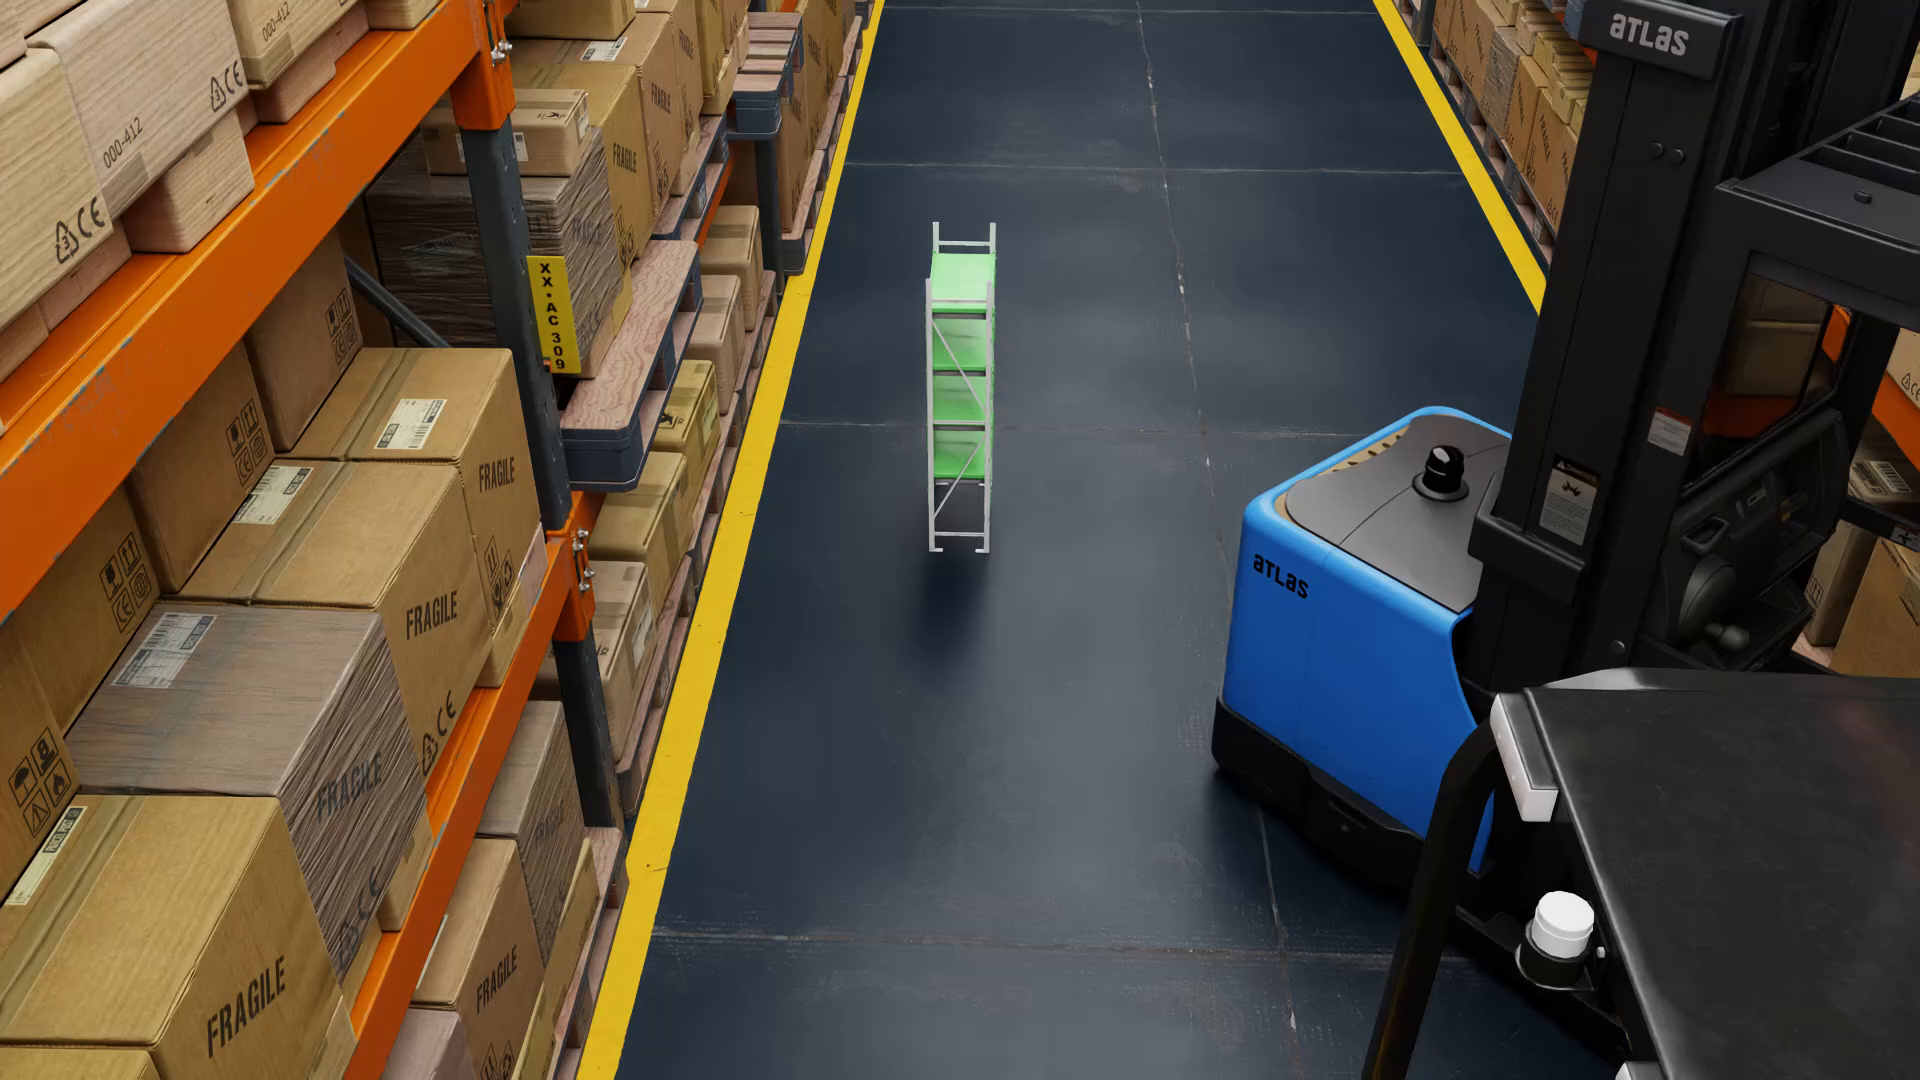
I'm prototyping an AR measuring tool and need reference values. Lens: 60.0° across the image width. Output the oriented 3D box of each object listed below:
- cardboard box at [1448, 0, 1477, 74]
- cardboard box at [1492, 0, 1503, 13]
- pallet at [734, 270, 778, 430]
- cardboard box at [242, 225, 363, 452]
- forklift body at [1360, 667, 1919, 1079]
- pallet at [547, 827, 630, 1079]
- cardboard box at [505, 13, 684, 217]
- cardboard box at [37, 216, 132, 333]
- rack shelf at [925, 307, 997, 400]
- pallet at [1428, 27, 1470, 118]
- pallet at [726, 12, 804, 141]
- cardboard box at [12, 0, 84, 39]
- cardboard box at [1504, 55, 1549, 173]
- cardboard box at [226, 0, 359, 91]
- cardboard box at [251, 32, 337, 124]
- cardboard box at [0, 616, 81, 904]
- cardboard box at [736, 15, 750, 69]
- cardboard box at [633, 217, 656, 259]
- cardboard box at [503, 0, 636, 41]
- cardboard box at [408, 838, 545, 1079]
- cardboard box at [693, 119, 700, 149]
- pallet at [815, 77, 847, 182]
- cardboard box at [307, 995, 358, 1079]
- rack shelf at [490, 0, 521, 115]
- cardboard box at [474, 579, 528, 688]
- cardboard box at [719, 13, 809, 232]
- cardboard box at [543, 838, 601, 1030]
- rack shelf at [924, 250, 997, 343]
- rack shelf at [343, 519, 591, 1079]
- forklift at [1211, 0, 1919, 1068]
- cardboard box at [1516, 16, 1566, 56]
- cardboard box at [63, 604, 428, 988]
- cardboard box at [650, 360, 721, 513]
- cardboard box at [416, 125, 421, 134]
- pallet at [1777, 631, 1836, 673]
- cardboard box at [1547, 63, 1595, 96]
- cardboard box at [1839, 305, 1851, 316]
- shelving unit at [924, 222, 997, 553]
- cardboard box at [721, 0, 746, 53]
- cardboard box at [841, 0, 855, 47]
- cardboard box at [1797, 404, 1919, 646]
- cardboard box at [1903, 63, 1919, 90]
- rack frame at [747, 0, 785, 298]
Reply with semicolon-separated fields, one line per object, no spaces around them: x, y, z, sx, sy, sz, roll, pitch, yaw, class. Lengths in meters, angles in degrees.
3.457;-3.273;10.607;0.500;0.500;0.500;1;35;1;cardboard box
3.455;-3.308;10.093;0.380;0.149;0.250;1;35;2;cardboard box
-1.441;-0.927;7.886;1.003;0.211;1.213;1;35;2;pallet
-1.803;-0.543;3.699;0.700;0.500;0.500;1;35;1;cardboard box
1.484;1.407;2.877;2.313;2.155;1.214;1;35;2;forklift body
-1.560;1.308;4.705;1.003;0.211;1.213;1;35;2;pallet
-1.210;-1.388;5.405;0.500;0.500;0.500;1;35;2;cardboard box
-1.427;-0.417;2.345;0.380;0.149;0.250;2;35;3;cardboard box
0.007;-0.730;6.439;0.258;0.148;0.480;1;35;2;rack shelf
3.717;-3.094;10.969;1.003;0.211;1.213;1;35;2;pallet
-1.330;-2.027;7.192;1.213;0.211;1.003;1;35;2;pallet
-1.348;-0.736;2.104;0.380;0.149;0.250;2;35;2;cardboard box
3.403;-2.390;9.350;0.500;0.500;0.500;3;35;4;cardboard box
-1.337;-0.957;2.765;0.500;0.250;0.500;1;35;1;cardboard box
-1.361;-0.865;2.981;0.380;0.149;0.250;2;35;2;cardboard box
-1.823;0.339;2.443;0.700;0.500;0.500;1;35;2;cardboard box
-1.090;-2.091;6.970;0.380;0.149;0.250;1;35;1;cardboard box
-1.225;-1.053;5.493;0.380;0.149;0.250;2;35;3;cardboard box
-1.256;-1.708;5.296;0.380;0.149;0.250;3;35;5;cardboard box
-1.343;1.066;3.999;0.500;0.500;0.500;2;35;3;cardboard box
-1.169;-1.500;6.130;0.380;0.149;0.250;0;35;0;cardboard box
-1.249;-2.527;10.162;1.003;0.211;1.213;1;35;2;pallet
-1.329;0.954;3.002;0.380;0.149;0.250;2;35;2;cardboard box
-1.488;-2.301;5.432;1.077;0.370;4.000;1;35;2;rack shelf
-1.280;0.219;4.048;0.380;0.149;0.250;2;35;3;cardboard box
-1.297;-2.215;8.775;0.875;0.875;0.875;1;35;1;cardboard box
-1.324;1.080;4.631;0.500;0.250;0.500;3;35;4;cardboard box
0.007;-0.926;6.301;0.258;0.148;0.480;1;35;2;rack shelf
-1.649;1.224;3.025;1.077;0.370;4.000;1;35;2;rack shelf
2.187;0.032;4.155;1.130;2.935;3.031;-26;43;-32;forklift
3.400;-2.870;9.470;0.380;0.149;0.250;0;35;0;cardboard box
-1.368;0.473;3.122;0.500;0.500;0.500;2;35;3;cardboard box
-1.499;-0.430;6.673;0.950;0.372;0.625;2;35;3;cardboard box
-1.761;-1.109;5.009;0.500;0.500;0.500;2;35;2;cardboard box
3.382;0.610;5.698;1.003;0.211;1.213;1;35;2;pallet
3.353;-2.417;8.825;0.380;0.149;0.250;0;35;0;cardboard box
3.215;-0.914;5.573;0.500;0.250;0.500;2;35;2;cardboard box
0.007;-0.586;6.540;0.258;1.200;0.503;1;35;2;shelving unit
-1.158;-2.287;6.684;0.500;0.500;0.500;1;35;1;cardboard box
-1.192;-3.760;10.974;0.875;0.875;0.875;2;35;3;cardboard box
3.440;-0.053;5.916;0.875;0.625;0.625;1;35;1;cardboard box
3.138;-1.503;5.629;0.380;0.149;0.250;0;35;1;cardboard box
-1.408;-2.517;7.723;1.000;3.000;0.127;1;35;2;rack frame
